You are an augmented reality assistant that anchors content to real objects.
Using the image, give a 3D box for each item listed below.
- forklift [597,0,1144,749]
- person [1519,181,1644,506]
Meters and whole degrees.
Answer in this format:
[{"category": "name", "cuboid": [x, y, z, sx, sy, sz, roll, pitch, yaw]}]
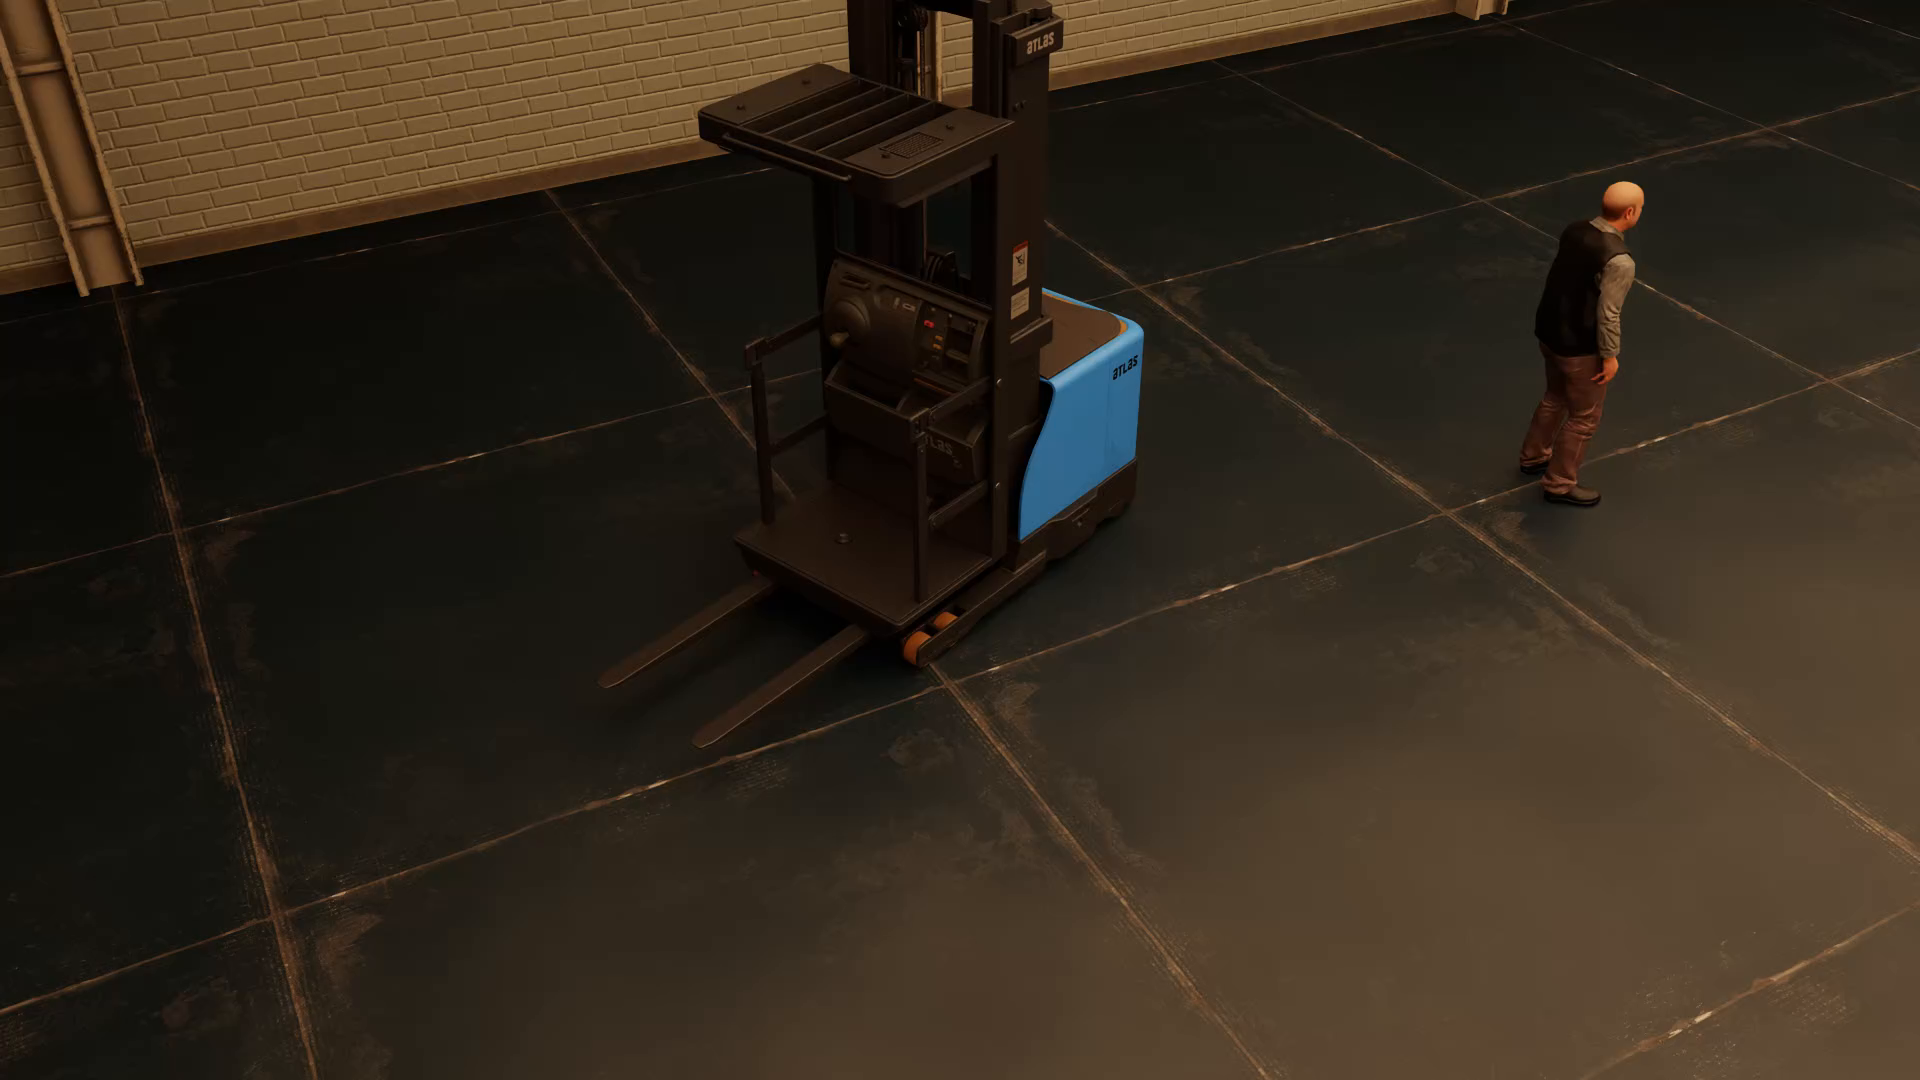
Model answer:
[{"category": "forklift", "cuboid": [-0.390, -0.927, 7.434, 1.130, 2.935, 3.031, 26, 43, 31]}, {"category": "person", "cuboid": [3.206, -1.031, 8.632, 0.427, 1.719, 0.583, -7, 36, -9]}]
